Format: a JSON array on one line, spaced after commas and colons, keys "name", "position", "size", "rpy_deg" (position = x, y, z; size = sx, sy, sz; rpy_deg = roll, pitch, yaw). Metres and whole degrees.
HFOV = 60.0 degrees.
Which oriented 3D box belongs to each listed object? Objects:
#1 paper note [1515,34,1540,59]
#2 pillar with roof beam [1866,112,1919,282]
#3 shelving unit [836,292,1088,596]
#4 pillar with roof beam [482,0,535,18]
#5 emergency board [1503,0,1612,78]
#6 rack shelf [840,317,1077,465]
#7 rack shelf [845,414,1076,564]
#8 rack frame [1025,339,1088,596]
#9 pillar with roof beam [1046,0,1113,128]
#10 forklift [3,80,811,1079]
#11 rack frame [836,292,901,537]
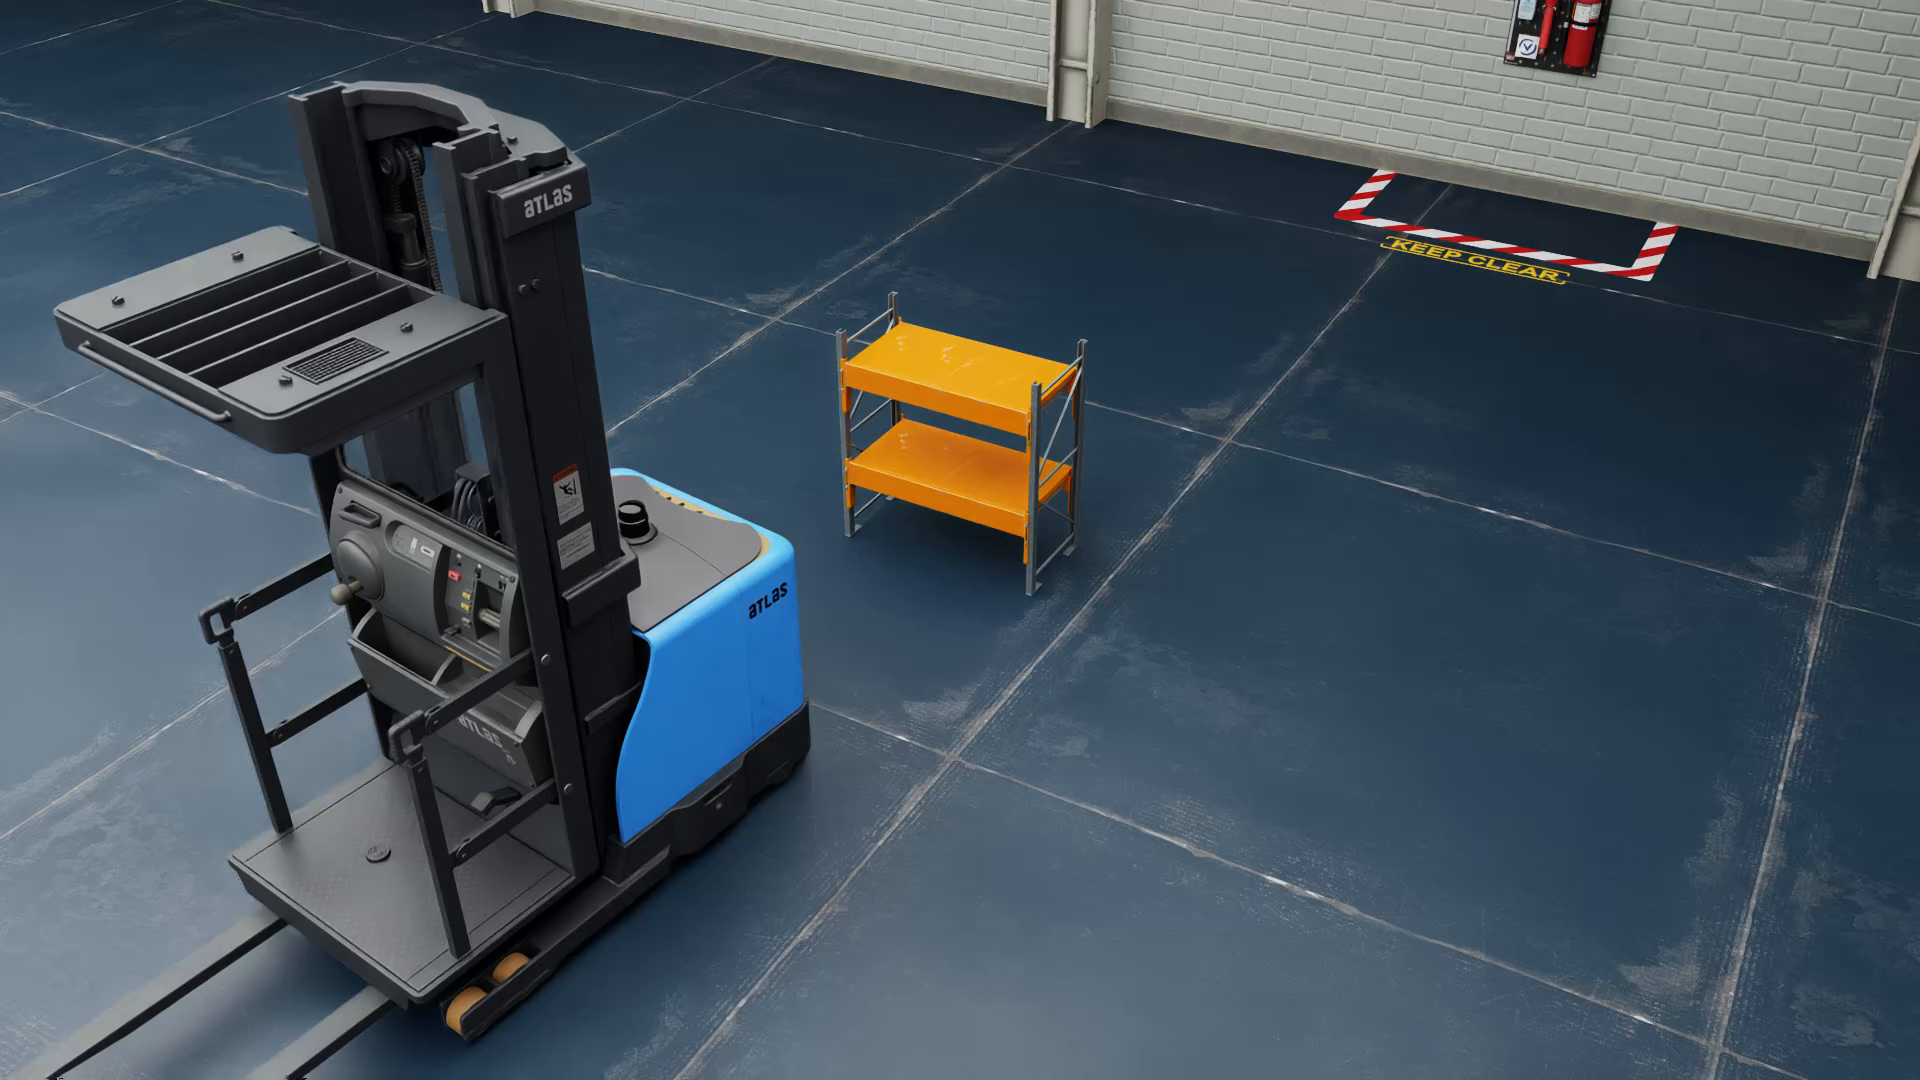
[{"name": "paper note", "position": [3.900, -3.391, 11.431], "size": [0.142, 0.148, 0.016], "rpy_deg": [18, 37, 24]}, {"name": "pillar with roof beam", "position": [4.010, -3.403, 5.242], "size": [0.400, 9.000, 9.100], "rpy_deg": [18, 37, 24]}, {"name": "shelving unit", "position": [0.006, -0.466, 7.935], "size": [1.048, 1.125, 0.538], "rpy_deg": [18, 37, 24]}, {"name": "pillar with roof beam", "position": [-6.408, -6.703, 10.198], "size": [0.400, 9.000, 9.100], "rpy_deg": [18, 37, 24]}, {"name": "emergency board", "position": [4.020, -3.676, 11.064], "size": [0.643, 1.169, 0.194], "rpy_deg": [18, 37, 24]}, {"name": "rack shelf", "position": [0.006, -0.710, 7.773], "size": [1.000, 0.278, 0.538], "rpy_deg": [18, 37, 24]}, {"name": "rack shelf", "position": [0.006, -0.263, 8.071], "size": [1.000, 0.278, 0.538], "rpy_deg": [18, 37, 24]}, {"name": "rack frame", "position": [0.447, -0.327, 7.725], "size": [0.032, 1.125, 0.500], "rpy_deg": [18, 37, 24]}, {"name": "pillar with roof beam", "position": [-1.199, -5.053, 7.720], "size": [0.400, 9.000, 9.100], "rpy_deg": [18, 37, 24]}, {"name": "forklift", "position": [-1.899, 0.171, 5.349], "size": [1.130, 2.935, 3.031], "rpy_deg": [23, 40, 30]}, {"name": "rack frame", "position": [-0.435, -0.606, 8.145], "size": [0.032, 1.125, 0.500], "rpy_deg": [18, 37, 24]}]
